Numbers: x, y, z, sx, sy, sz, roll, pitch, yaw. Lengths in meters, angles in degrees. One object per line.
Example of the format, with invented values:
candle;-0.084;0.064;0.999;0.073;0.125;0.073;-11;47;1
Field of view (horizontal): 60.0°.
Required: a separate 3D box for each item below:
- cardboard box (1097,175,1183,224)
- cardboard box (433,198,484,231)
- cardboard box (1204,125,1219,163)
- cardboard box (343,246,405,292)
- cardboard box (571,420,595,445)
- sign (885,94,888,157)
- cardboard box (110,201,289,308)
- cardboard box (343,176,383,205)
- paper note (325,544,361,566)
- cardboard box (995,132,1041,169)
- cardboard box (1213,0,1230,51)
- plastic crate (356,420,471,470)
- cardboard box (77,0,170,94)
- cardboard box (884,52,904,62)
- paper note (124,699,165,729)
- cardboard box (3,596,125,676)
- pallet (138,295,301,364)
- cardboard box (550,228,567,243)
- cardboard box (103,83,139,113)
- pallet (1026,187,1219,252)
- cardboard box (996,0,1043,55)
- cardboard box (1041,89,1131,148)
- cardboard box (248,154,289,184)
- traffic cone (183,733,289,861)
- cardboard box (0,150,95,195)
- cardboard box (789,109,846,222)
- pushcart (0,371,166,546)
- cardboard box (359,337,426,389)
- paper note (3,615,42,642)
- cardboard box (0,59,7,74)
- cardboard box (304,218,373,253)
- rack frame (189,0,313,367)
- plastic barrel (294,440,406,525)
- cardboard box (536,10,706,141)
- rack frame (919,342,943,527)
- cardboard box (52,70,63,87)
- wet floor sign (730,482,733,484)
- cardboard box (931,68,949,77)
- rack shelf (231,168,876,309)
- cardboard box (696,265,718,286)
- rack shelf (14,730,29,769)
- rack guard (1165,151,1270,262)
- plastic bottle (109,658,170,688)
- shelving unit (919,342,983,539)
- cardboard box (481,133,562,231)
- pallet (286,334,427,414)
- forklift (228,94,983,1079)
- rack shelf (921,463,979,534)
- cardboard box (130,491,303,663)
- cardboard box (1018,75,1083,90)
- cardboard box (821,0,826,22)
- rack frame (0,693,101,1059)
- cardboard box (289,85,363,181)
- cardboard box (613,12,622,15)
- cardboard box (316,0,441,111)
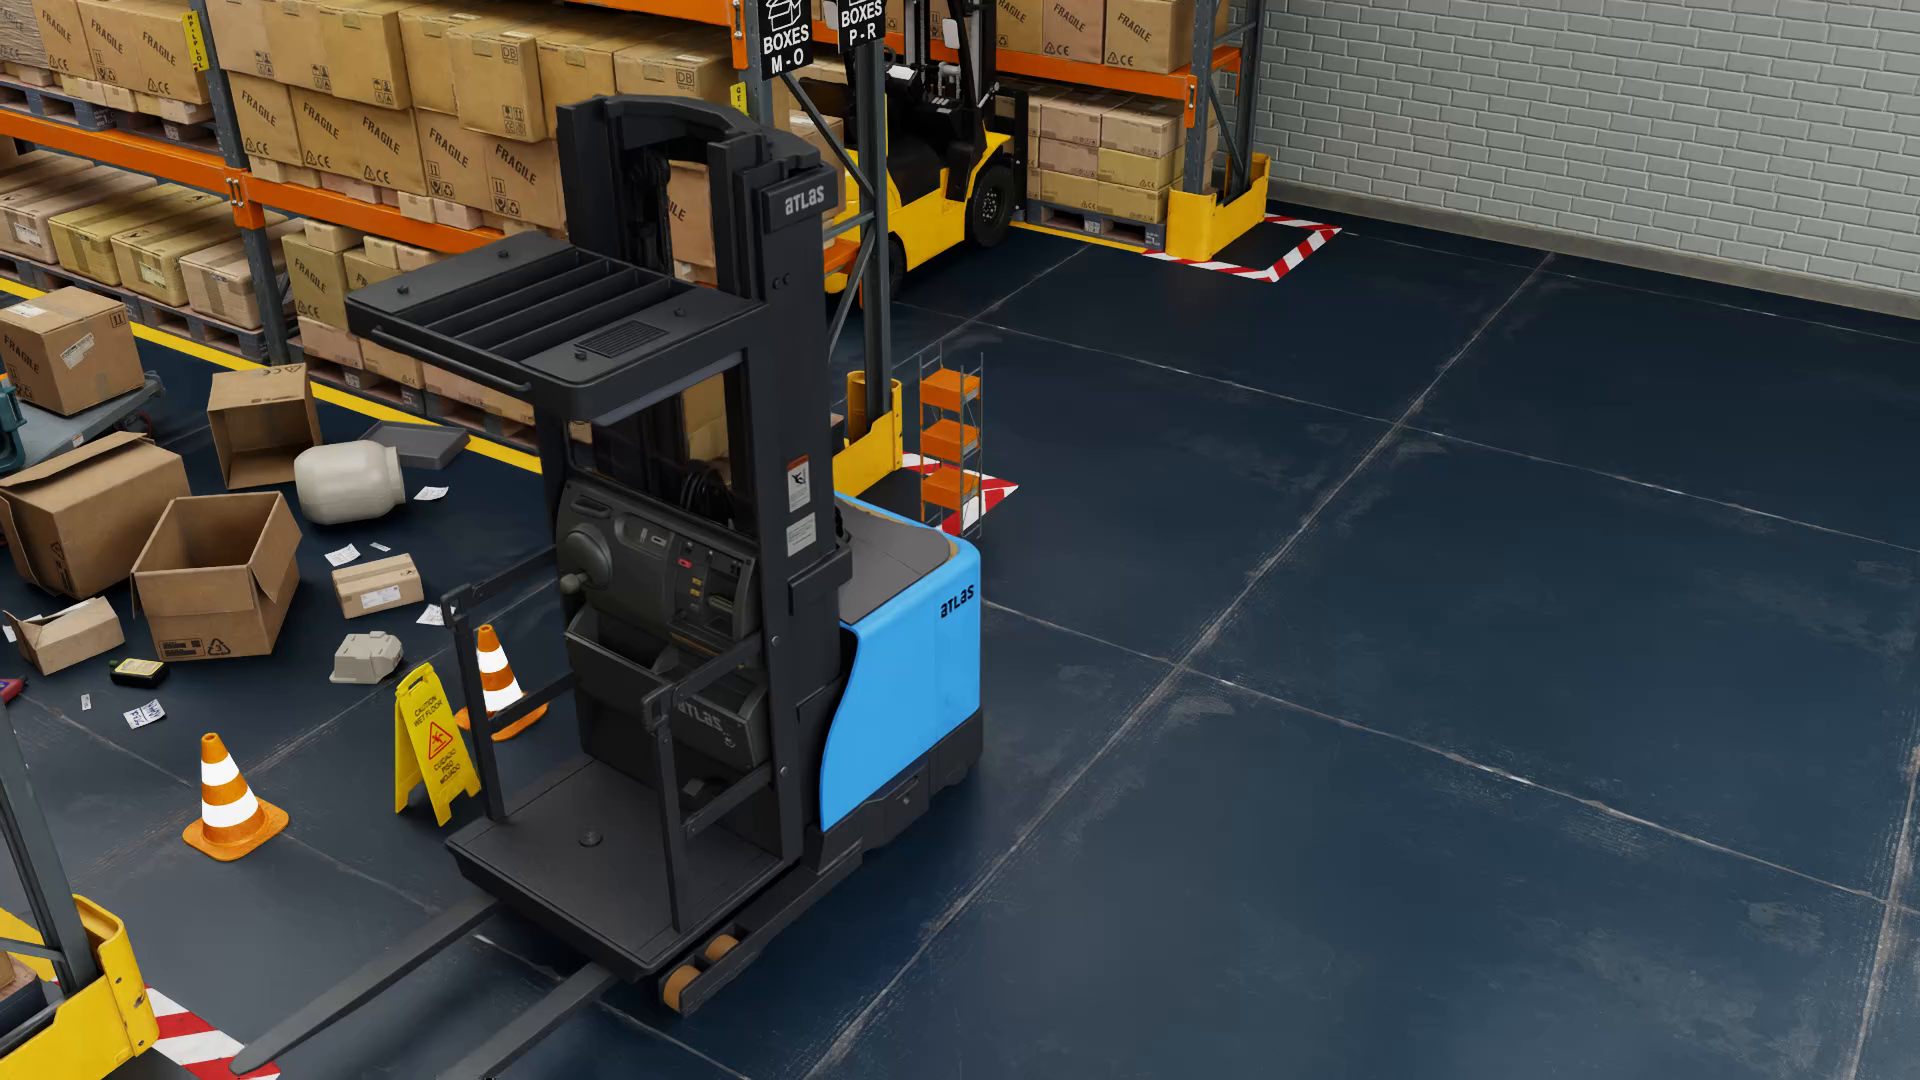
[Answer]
cardboard box;1.377;-2.621;12.578;0.500;0.250;0.500;18;35;28
cardboard box;-2.678;-1.856;9.204;0.250;0.149;0.380;17;34;27
cardboard box;1.655;-3.060;12.835;0.500;0.250;0.500;18;35;28
cardboard box;-3.265;-1.494;9.902;0.500;0.500;0.500;19;35;29
cardboard box;-1.955;-0.754;9.378;0.500;0.250;0.500;18;35;28
sign;-0.404;-2.122;8.552;0.005;0.325;0.100;18;35;27
cardboard box;-5.137;-1.965;11.333;0.625;0.372;0.950;20;36;30
cardboard box;-3.311;-2.074;9.577;0.250;0.149;0.380;19;35;29
paper note;-3.191;0.075;8.602;0.148;0.019;0.142;-21;36;-32
cardboard box;0.497;-3.111;12.922;0.500;0.250;0.500;17;34;26
cardboard box;1.671;-3.931;12.412;0.500;0.500;0.500;19;35;29
plastic crate;-3.187;-0.557;9.625;0.583;0.080;0.402;6;31;10
cardboard box;-5.015;-3.099;10.275;0.500;0.500;0.500;18;35;28
cardboard box;-0.488;-3.955;13.872;0.500;0.250;0.500;17;34;27
paper note;-3.629;0.773;7.397;0.144;0.017;0.142;-21;36;-32
cardboard box;-4.192;0.407;7.789;0.258;0.266;0.396;24;38;35
pallet;-4.741;-1.592;11.269;1.213;0.211;1.003;18;35;27
cardboard box;-1.979;-1.700;8.937;0.250;0.149;0.380;18;35;28
cardboard box;-5.115;-2.813;10.428;0.250;0.149;0.380;17;34;27
pallet;1.273;-2.619;13.029;1.213;0.211;1.003;18;35;27
cardboard box;0.518;-3.979;12.495;0.500;0.500;0.500;17;34;26
cardboard box;0.951;-3.186;12.555;0.500;0.250;0.500;18;35;28
cardboard box;-3.984;-2.258;9.894;0.250;0.149;0.380;17;34;27
traffic cone;-2.934;0.970;6.627;0.334;0.463;0.336;18;35;27
cardboard box;-6.995;-2.551;12.336;0.625;0.372;0.950;15;34;24
cardboard box;-0.947;-1.934;8.693;0.500;0.500;0.500;17;34;27
pushcart;-5.250;-0.469;9.180;0.936;0.377;1.648;6;31;10
cardboard box;-3.266;-1.170;10.092;0.500;0.250;0.500;20;36;30
paper note;-4.504;0.420;8.007;0.172;0.023;0.155;-21;36;-32
cardboard box;-6.396;-3.269;11.210;0.250;0.149;0.380;20;36;30
cardboard box;-3.651;-1.854;9.875;0.250;0.149;0.380;18;35;28
rack frame;-4.081;-2.588;10.210;0.127;3.000;1.000;18;35;27
plastic barrel;-3.247;-0.311;8.863;0.512;0.421;0.421;-9;32;-15
cardboard box;-1.666;-2.303;8.334;0.500;0.500;0.700;18;35;28
rack frame;-0.148;-0.501;8.566;0.008;1.050;0.200;18;35;27
cardboard box;-5.688;-3.075;10.877;0.250;0.149;0.380;16;34;26
wet floor sign;-1.101;0.008;8.096;0.267;0.644;0.232;-21;36;-32
cardboard box;-0.347;-3.600;13.264;0.500;0.250;0.500;19;35;29
rack shelf;-2.387;-1.742;9.473;4.000;0.370;1.077;18;35;27
cardboard box;-1.123;-1.417;8.452;0.250;0.149;0.380;19;35;29
rack shelf;-4.933;0.398;5.805;4.000;0.370;1.077;18;35;27
rack guard;1.963;-2.550;12.625;0.348;0.500;1.175;18;35;27
plastic bottle;-3.803;0.606;7.650;0.283;0.061;0.133;6;31;10
shelving unit;-0.045;-0.468;8.510;0.252;1.050;0.215;18;35;27
cardboard box;-2.143;-1.988;8.786;0.500;0.500;0.500;17;34;27
pallet;-3.493;-1.219;10.630;1.213;0.211;1.003;18;35;27
forklift;-1.192;0.127;5.624;1.130;2.935;3.031;21;36;31
rack shelf;-0.045;-0.219;8.655;0.240;0.259;0.215;18;35;27
cardboard box;-3.526;0.172;7.957;0.637;0.503;0.797;-4;30;-7
cardboard box;0.793;-3.542;13.165;0.500;0.250;0.500;17;34;27
cardboard box;-0.758;-4.388;13.196;0.500;0.500;0.500;18;35;28
rack frame;-3.239;0.623;4.705;0.127;3.000;1.000;18;35;27
cardboard box;-3.419;-2.399;9.490;0.500;0.500;0.500;17;34;27
cardboard box;-3.184;-4.410;15.273;0.625;0.625;0.875;16;34;25
cardboard box;-2.991;-2.689;8.996;0.500;0.500;0.700;17;34;26
